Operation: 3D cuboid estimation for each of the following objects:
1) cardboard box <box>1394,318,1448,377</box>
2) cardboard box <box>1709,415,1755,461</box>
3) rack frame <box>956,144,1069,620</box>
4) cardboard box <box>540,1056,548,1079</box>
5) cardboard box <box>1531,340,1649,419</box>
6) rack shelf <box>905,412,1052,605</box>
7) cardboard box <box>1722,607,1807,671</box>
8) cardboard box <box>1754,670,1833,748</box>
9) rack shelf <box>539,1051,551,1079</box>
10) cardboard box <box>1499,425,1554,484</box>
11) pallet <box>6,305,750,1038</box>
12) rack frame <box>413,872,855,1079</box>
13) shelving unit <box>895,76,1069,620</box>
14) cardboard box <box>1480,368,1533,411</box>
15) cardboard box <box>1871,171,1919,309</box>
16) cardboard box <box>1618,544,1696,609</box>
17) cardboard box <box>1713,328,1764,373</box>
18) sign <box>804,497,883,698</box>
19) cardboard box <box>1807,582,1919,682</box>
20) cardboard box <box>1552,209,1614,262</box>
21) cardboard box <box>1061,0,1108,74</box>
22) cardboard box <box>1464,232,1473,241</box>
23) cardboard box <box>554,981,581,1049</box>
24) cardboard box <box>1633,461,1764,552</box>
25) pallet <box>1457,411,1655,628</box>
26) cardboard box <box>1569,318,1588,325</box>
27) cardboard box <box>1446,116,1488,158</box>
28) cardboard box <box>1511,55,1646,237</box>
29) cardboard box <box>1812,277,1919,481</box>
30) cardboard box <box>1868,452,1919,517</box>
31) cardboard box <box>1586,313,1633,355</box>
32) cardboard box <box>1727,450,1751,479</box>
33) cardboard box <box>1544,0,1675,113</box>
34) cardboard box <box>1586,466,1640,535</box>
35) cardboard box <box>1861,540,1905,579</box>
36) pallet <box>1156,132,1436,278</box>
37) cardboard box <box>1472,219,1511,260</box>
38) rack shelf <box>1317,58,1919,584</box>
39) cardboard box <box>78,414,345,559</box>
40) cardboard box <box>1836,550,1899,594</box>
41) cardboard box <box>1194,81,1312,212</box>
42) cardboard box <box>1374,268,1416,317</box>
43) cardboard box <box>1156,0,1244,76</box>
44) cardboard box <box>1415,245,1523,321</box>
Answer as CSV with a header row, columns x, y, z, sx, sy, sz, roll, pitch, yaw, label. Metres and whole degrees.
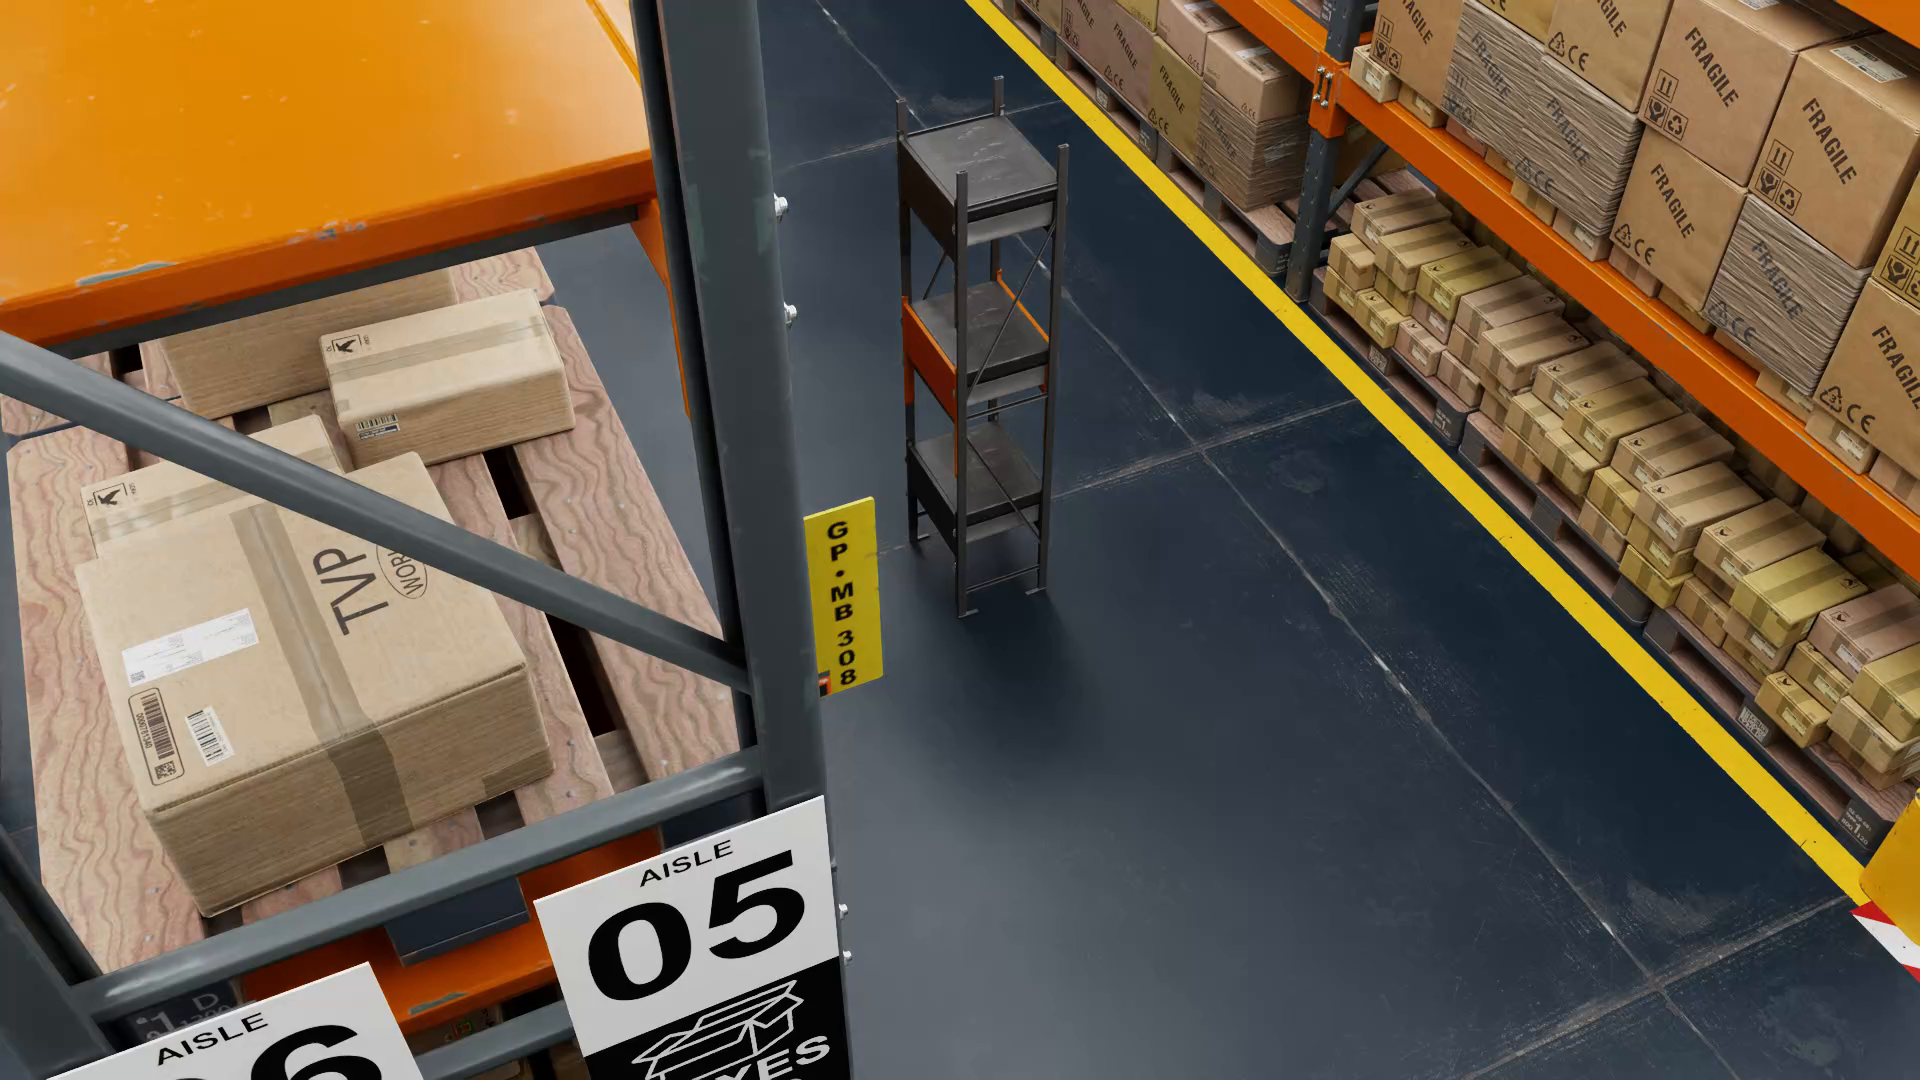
x,y,z,sx,sy,sz,roll,pitch,yaw,label
2.237,-0.924,7.650,0.380,0.149,0.250,-18,47,-18,cardboard box
3.310,-0.493,6.790,0.380,0.149,0.250,-17,47,-17,cardboard box
0.172,-0.486,6.117,0.400,2.100,0.015,-18,47,-17,rack frame
-1.295,1.057,3.840,0.500,0.500,0.500,-19,48,-18,cardboard box
2.635,-0.660,6.959,0.380,0.149,0.250,-20,48,-19,cardboard box
0.070,-0.134,6.776,0.431,0.518,0.480,-18,47,-17,rack shelf
3.093,0.297,6.201,0.380,0.149,0.250,-20,48,-19,cardboard box
3.183,0.578,6.129,0.380,0.149,0.250,-17,47,-16,cardboard box
-1.496,0.628,4.859,1.077,0.370,4.000,-18,47,-17,rack shelf
2.556,-0.422,7.141,0.380,0.149,0.250,-19,48,-18,cardboard box
-0.976,0.141,2.768,1.003,0.211,1.213,-18,47,-17,pallet
-0.655,1.646,3.315,1.000,3.000,0.127,-18,47,-17,rack frame
0.070,-0.642,6.274,0.431,2.100,0.503,-18,47,-17,shelving unit
2.502,-0.709,7.221,0.380,0.149,0.250,-16,47,-16,cardboard box
3.163,-0.918,4.919,0.500,0.500,0.500,-20,48,-19,cardboard box
2.871,0.086,6.626,0.380,0.149,0.250,-20,48,-19,cardboard box
2.939,-0.762,5.934,0.380,0.149,0.250,-20,48,-19,cardboard box
-0.149,0.079,2.089,0.100,0.325,0.005,-18,47,-17,sign
3.288,0.334,5.952,0.380,0.149,0.250,-17,47,-17,cardboard box
2.532,-1.237,6.416,0.380,0.149,0.250,-16,47,-16,cardboard box
0.931,-3.066,9.572,0.500,0.500,0.500,-19,48,-18,cardboard box
2.533,-1.563,8.086,0.380,0.149,0.250,-17,47,-17,cardboard box
-0.553,0.716,3.013,0.380,0.149,0.250,-17,47,-17,cardboard box
2.849,-0.132,6.424,0.380,0.149,0.250,-16,47,-16,cardboard box
2.943,-0.240,7.212,1.003,0.211,1.213,-18,47,-17,pallet
2.803,-1.040,7.556,0.380,0.149,0.250,-18,47,-17,cardboard box
2.270,-1.765,6.951,0.380,0.149,0.250,-20,48,-19,cardboard box
2.485,-1.536,6.256,0.500,0.500,0.500,-19,48,-18,cardboard box
3.160,-0.561,5.269,0.500,0.500,0.500,-19,48,-18,cardboard box
3.211,-0.240,5.405,0.380,0.149,0.250,-18,48,-18,cardboard box
2.988,-0.984,7.288,0.380,0.149,0.250,-20,48,-19,cardboard box
3.201,-0.348,6.855,0.380,0.149,0.250,-16,47,-15,cardboard box
2.496,-1.911,5.925,0.500,0.500,0.500,-17,47,-17,cardboard box
2.773,-0.198,6.703,0.380,0.149,0.250,-16,47,-15,cardboard box
3.667,0.001,6.289,0.380,0.149,0.250,-18,47,-18,cardboard box
1.783,-1.932,8.927,1.003,0.211,1.213,-18,47,-17,pallet
2.641,-1.474,7.785,0.380,0.149,0.250,-17,47,-17,cardboard box
2.953,-0.898,6.406,1.077,0.370,4.000,-18,47,-17,rack shelf
-1.175,-0.021,2.677,0.380,0.149,0.250,-22,49,-20,cardboard box
3.559,0.149,6.351,0.380,0.149,0.250,-17,47,-17,cardboard box
1.572,-2.086,8.578,0.500,0.500,0.500,-19,48,-18,cardboard box
2.162,-1.209,7.728,0.380,0.149,0.250,-18,47,-17,cardboard box
1.365,-2.687,8.653,0.500,0.250,0.500,-16,47,-16,cardboard box
2.282,-1.155,7.461,0.380,0.149,0.250,-19,48,-18,cardboard box
